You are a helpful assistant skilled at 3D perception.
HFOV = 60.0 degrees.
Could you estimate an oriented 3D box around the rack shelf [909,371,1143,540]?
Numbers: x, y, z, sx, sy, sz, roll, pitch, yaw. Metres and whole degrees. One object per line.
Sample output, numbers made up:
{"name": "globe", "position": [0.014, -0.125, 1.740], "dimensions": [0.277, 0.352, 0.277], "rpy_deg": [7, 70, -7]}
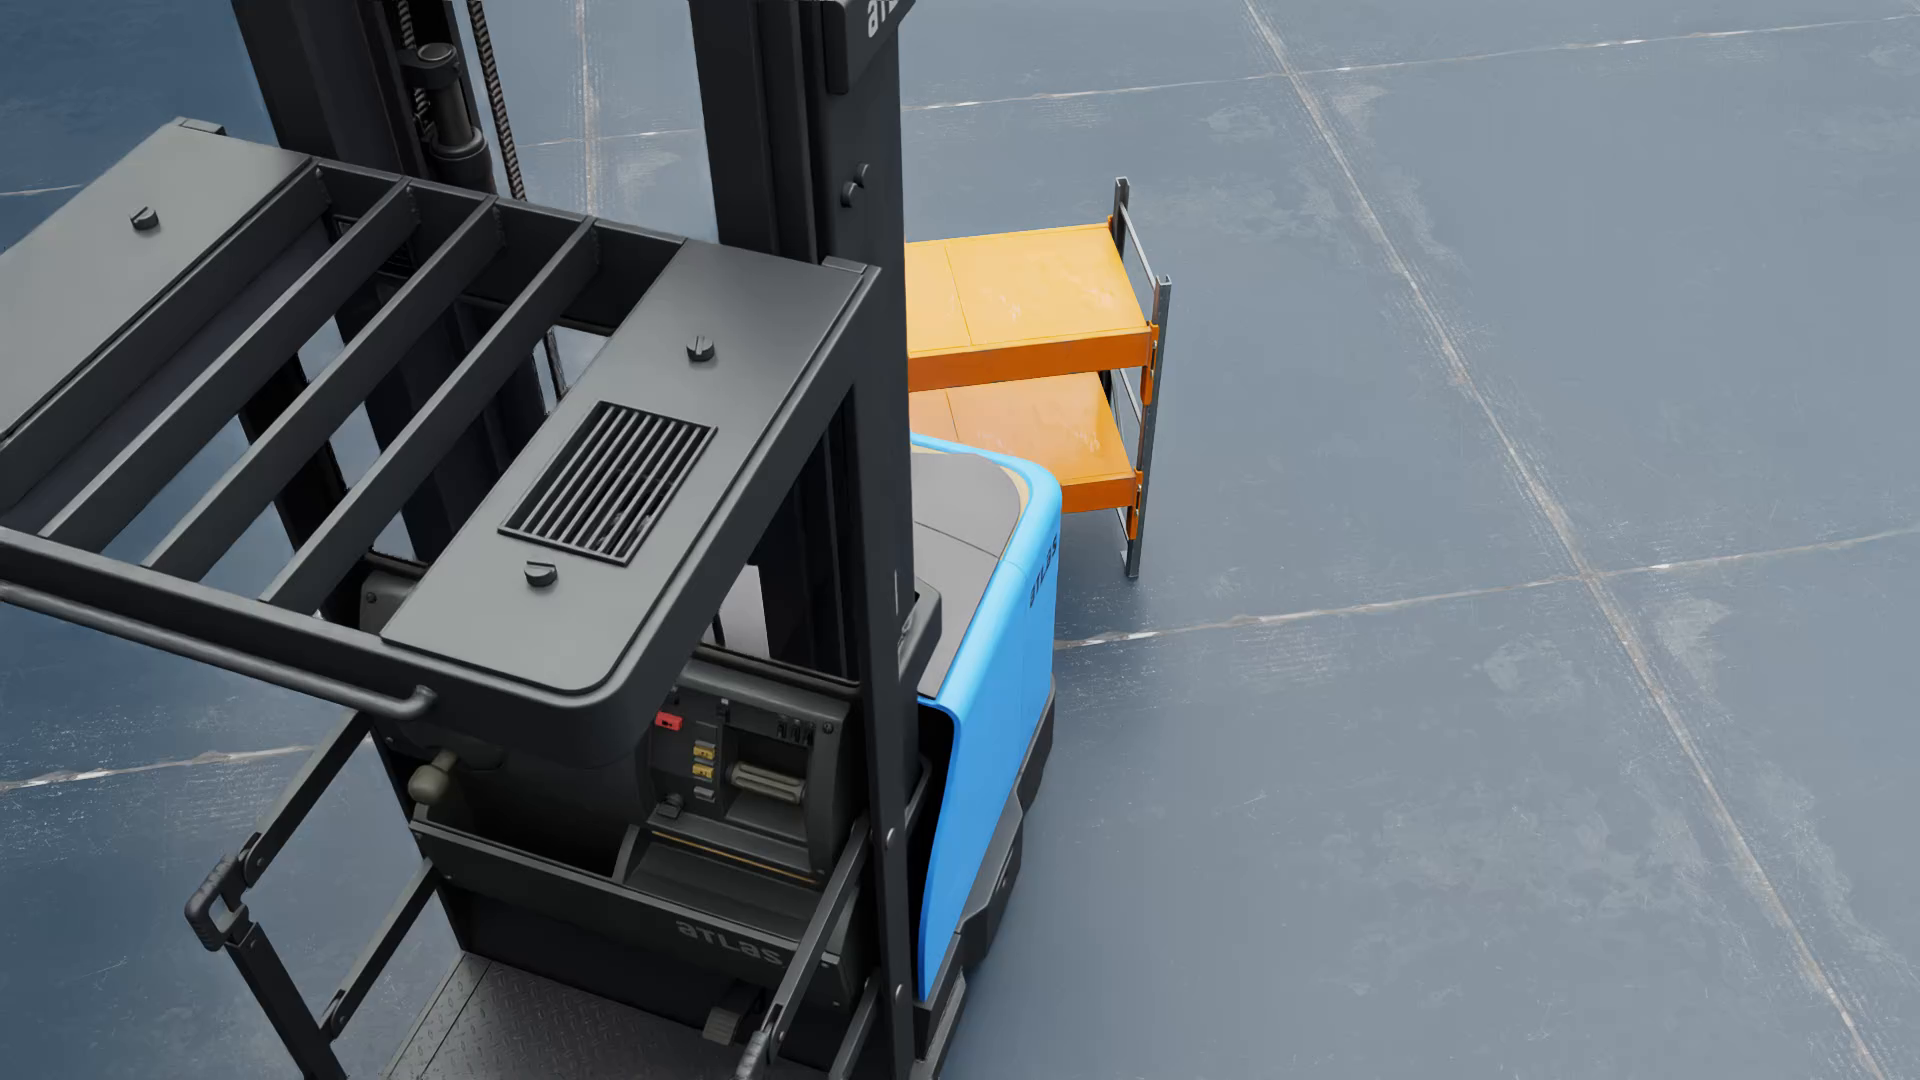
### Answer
{"name": "rack shelf", "position": [-0.007, -0.220, 5.020], "dimensions": [1.000, 0.278, 0.538], "rpy_deg": [-7, 46, -7]}

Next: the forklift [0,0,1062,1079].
{"name": "forklift", "position": [-0.712, 0.442, 2.789], "dimensions": [1.130, 2.935, 3.031], "rpy_deg": [14, 48, 13]}

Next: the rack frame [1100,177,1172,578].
{"name": "rack frame", "position": [0.494, -0.452, 4.904], "dimensions": [0.032, 1.125, 0.500], "rpy_deg": [-7, 46, -7]}

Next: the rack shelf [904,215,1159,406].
{"name": "rack shelf", "position": [-0.007, -0.593, 4.633], "dimensions": [1.000, 0.278, 0.538], "rpy_deg": [-7, 46, -7]}

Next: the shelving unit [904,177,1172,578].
{"name": "shelving unit", "position": [-0.007, -0.389, 4.844], "dimensions": [1.048, 1.125, 0.538], "rpy_deg": [-7, 46, -7]}
